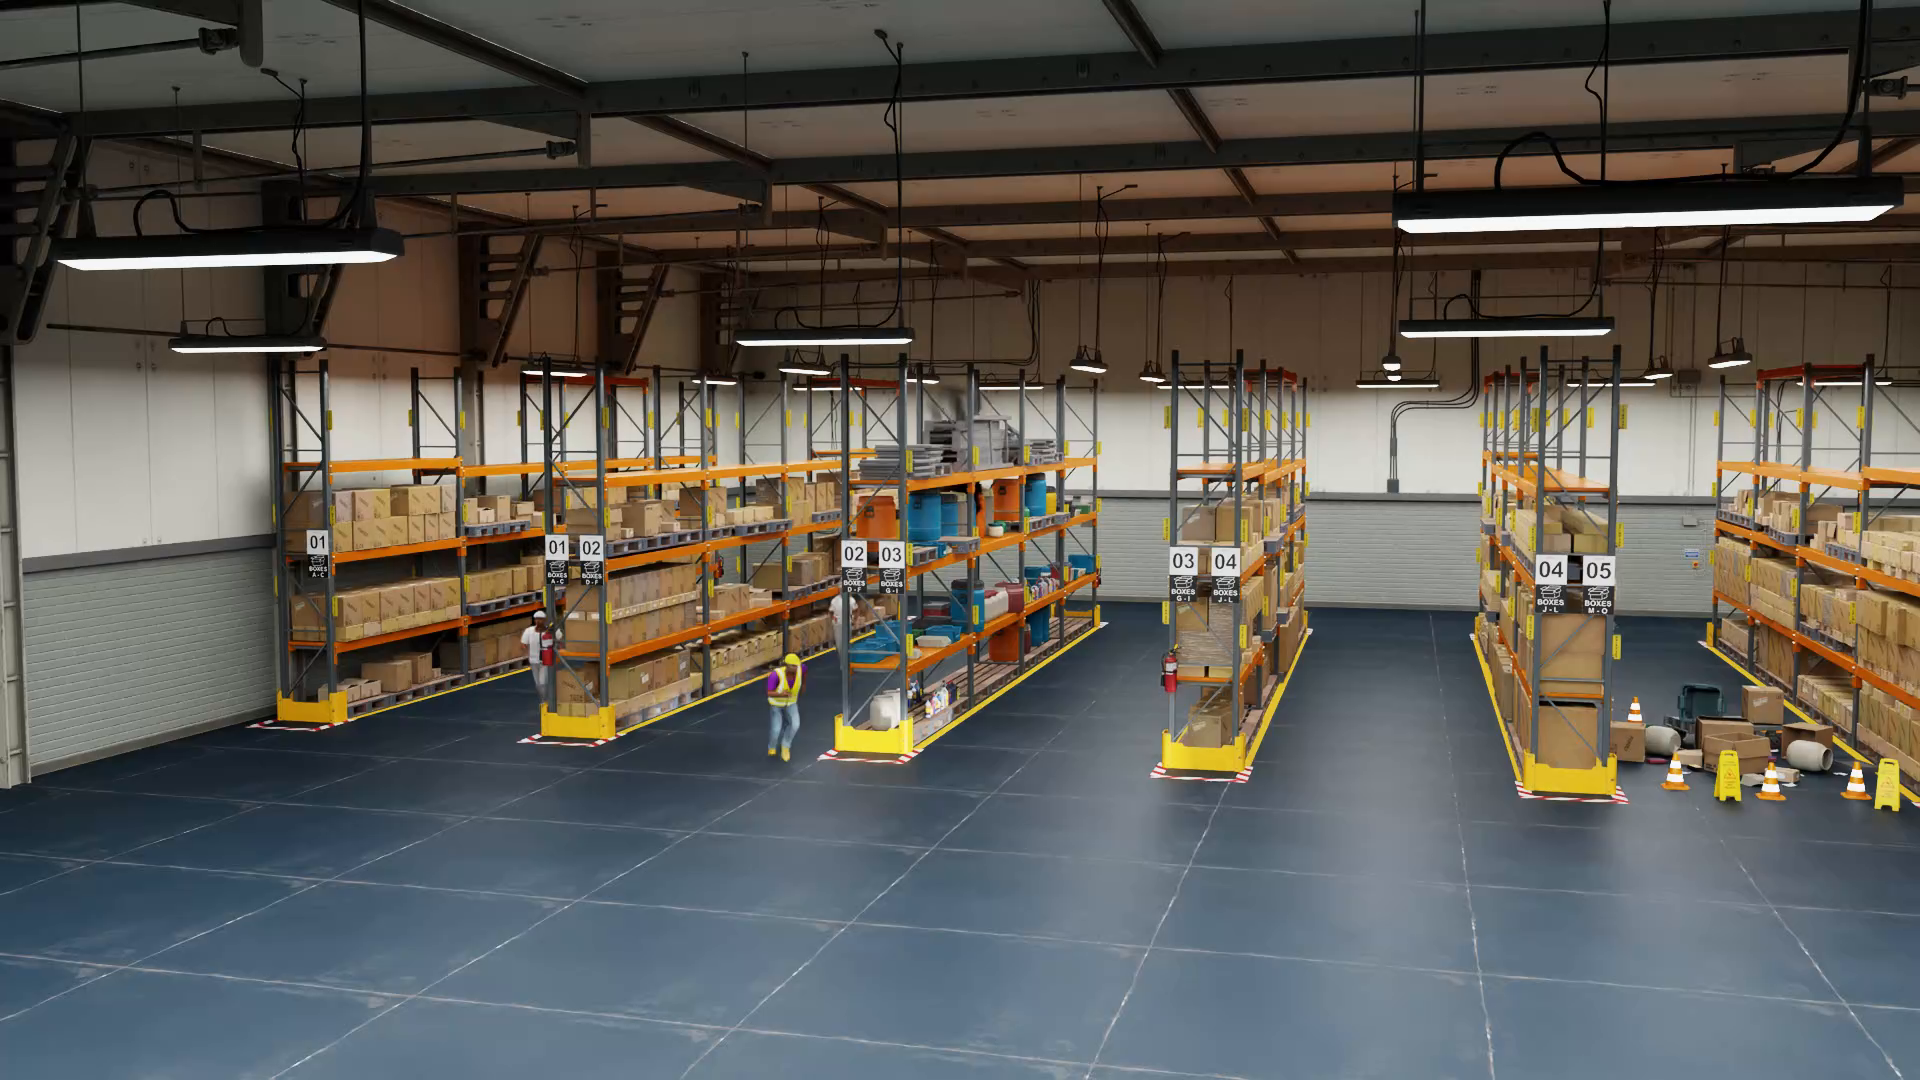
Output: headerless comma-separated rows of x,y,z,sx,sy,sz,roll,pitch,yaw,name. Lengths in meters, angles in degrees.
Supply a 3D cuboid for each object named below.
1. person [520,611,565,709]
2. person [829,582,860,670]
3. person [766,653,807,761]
-7.135,2.105,28.266,0.675,1.822,0.757,1,4,7,person
-2.221,1.625,31.457,0.569,1.676,0.515,1,4,8,person
-2.557,2.442,24.440,0.731,1.633,0.947,-2,5,-30,person
